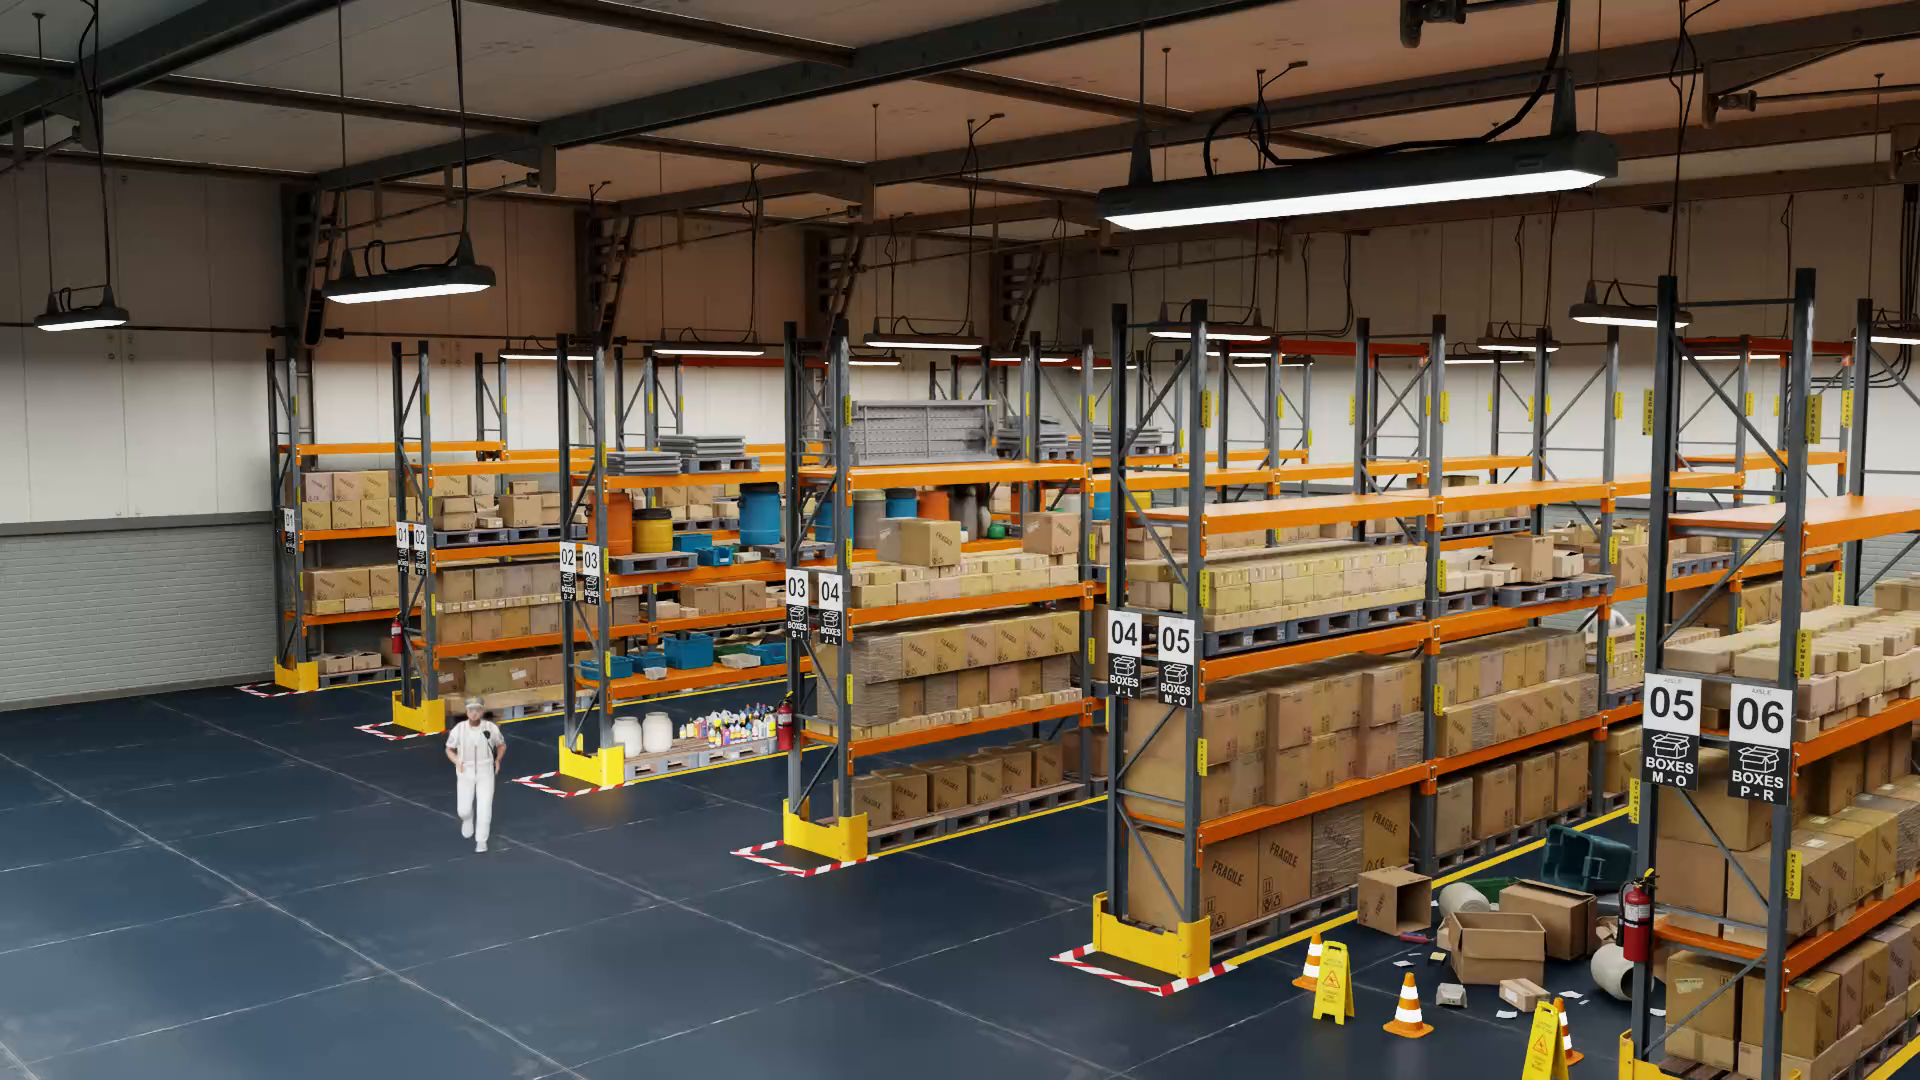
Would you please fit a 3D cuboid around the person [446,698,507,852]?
[{"bbox_3d":[-5.529,2.650,19.023,0.665,1.734,0.697,-1,5,-16],"label":"person"}]

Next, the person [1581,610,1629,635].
[{"bbox_3d":[11.124,1.849,28.674,0.810,1.770,0.782,2,5,22],"label":"person"}]
